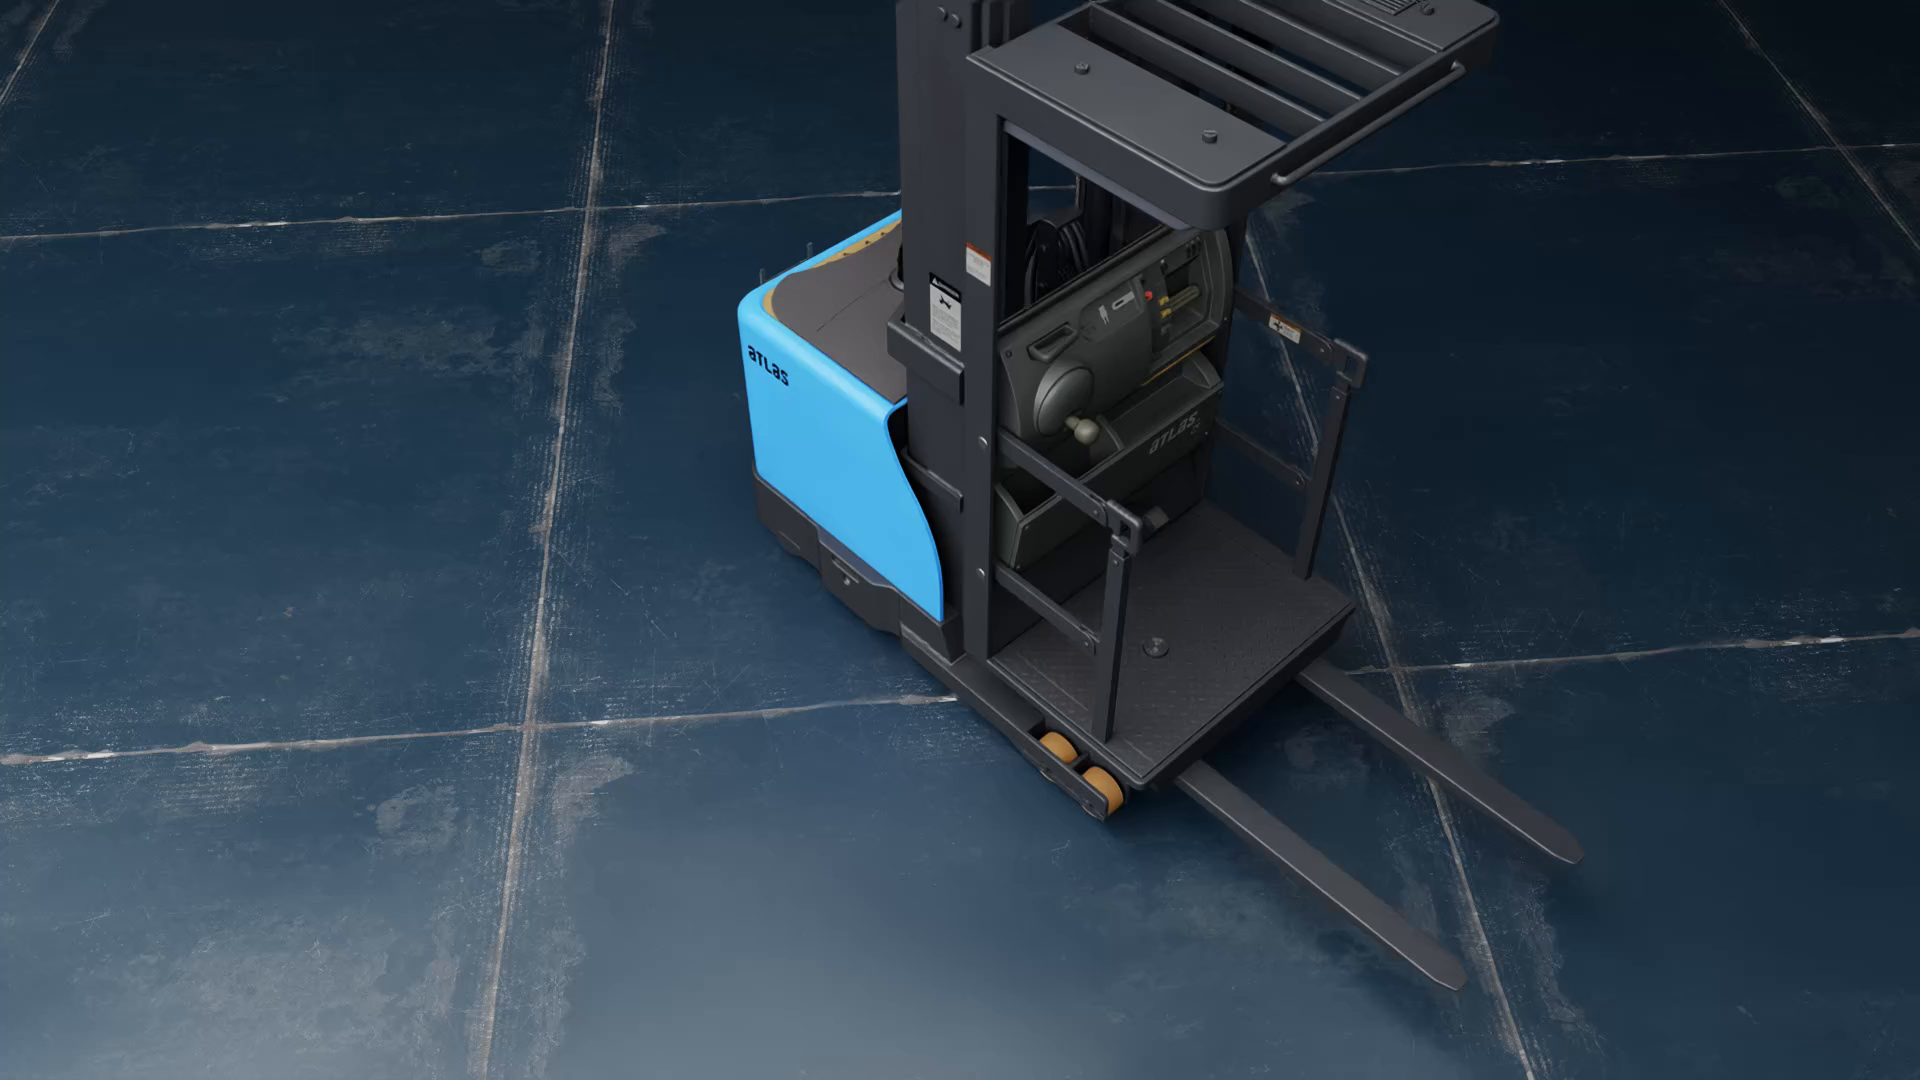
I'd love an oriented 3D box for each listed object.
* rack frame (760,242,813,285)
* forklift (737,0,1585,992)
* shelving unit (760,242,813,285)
[{"bbox_3d":[-0.625,-0.710,6.303,0.240,0.900,0.006,-35,55,-28],"label":"rack frame"},{"bbox_3d":[0.617,-0.535,4.738,1.130,2.935,3.031,-35,55,-28],"label":"forklift"},{"bbox_3d":[-0.555,-0.656,6.252,0.258,0.900,0.210,-35,55,-28],"label":"shelving unit"}]
